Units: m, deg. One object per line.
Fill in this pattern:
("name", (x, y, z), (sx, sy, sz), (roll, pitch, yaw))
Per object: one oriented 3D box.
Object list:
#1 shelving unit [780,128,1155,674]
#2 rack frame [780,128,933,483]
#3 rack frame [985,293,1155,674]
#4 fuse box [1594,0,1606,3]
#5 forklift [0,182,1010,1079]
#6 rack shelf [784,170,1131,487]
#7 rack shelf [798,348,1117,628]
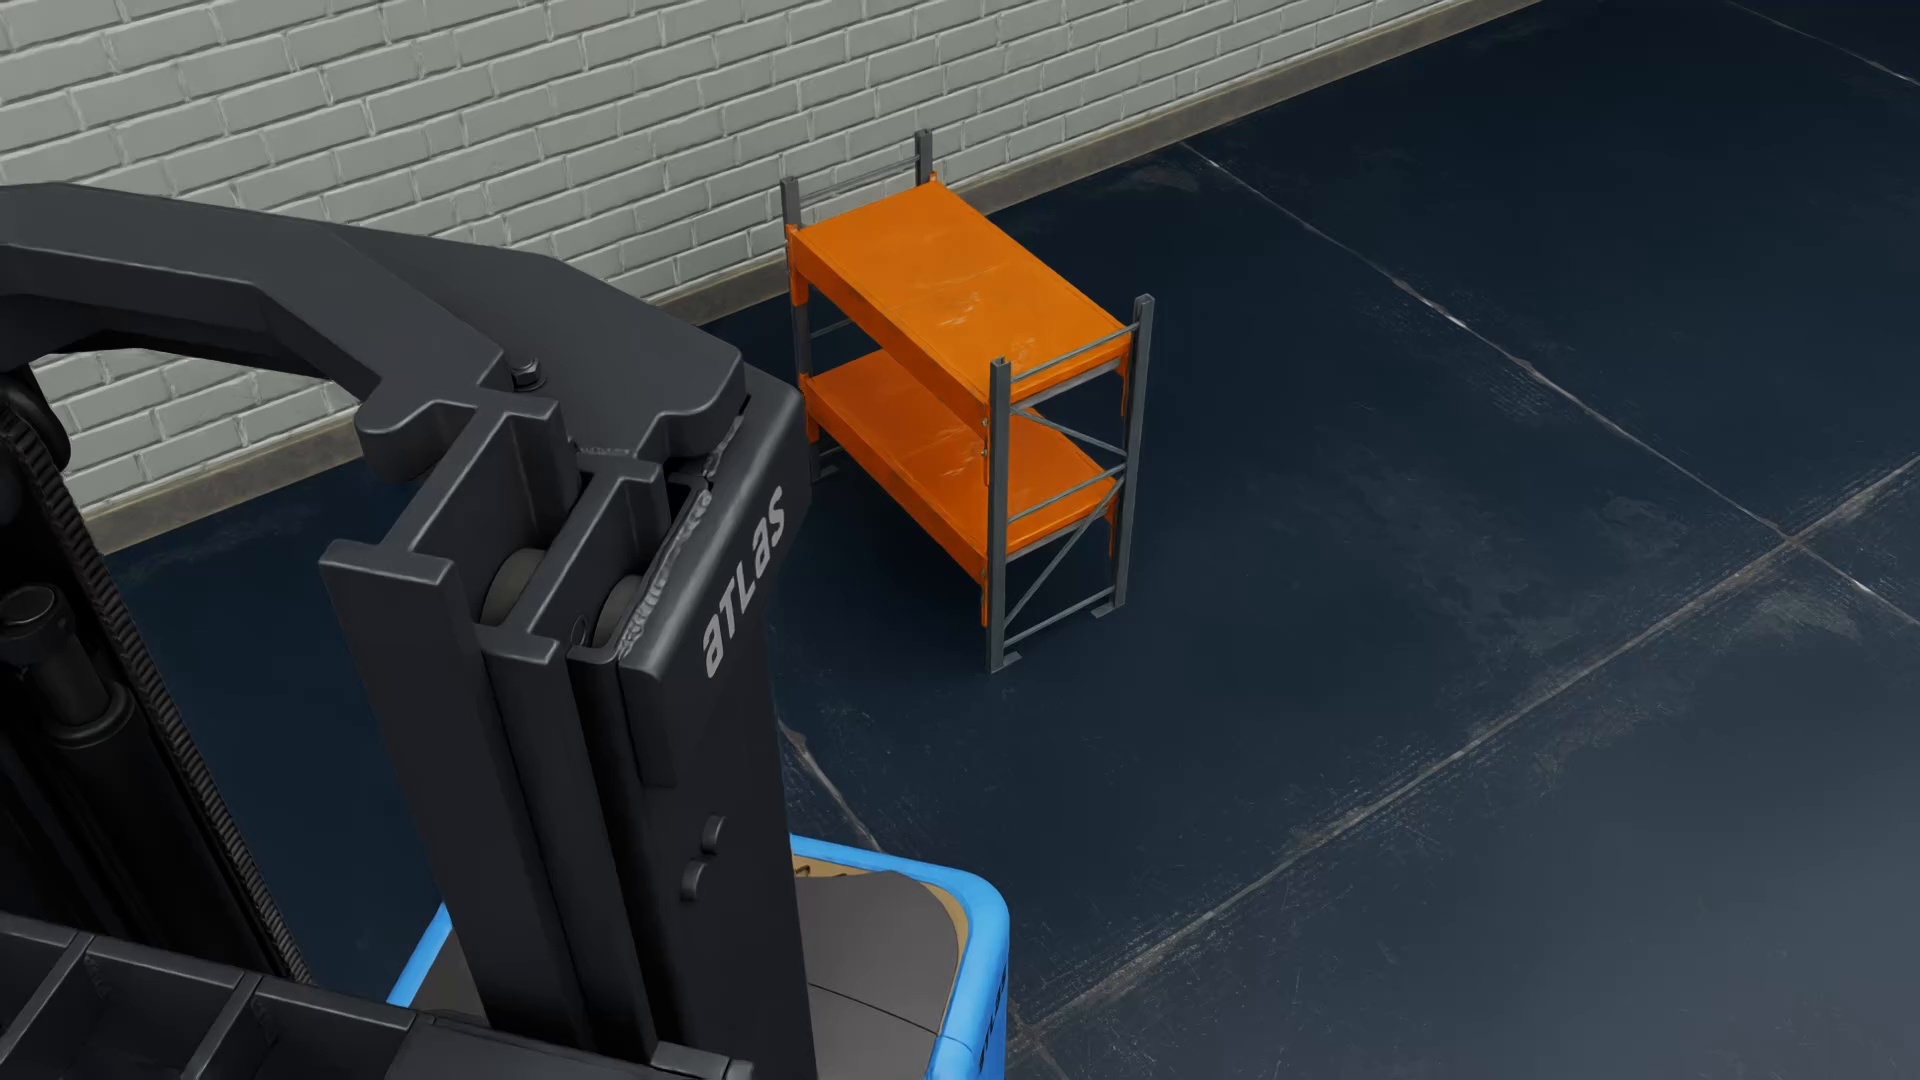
("shelving unit", (-0.004, -0.411, 4.866), (0.538, 1.125, 1.048), (-26, 49, -24))
("rack frame", (-0.295, -0.699, 5.167), (0.500, 1.125, 0.032), (-26, 49, -24))
("rack frame", (0.287, -0.123, 4.564), (0.500, 1.125, 0.032), (-26, 49, -24))
("fuse box", (3.099, -3.199, 7.361), (0.539, 1.711, 0.414), (-26, 49, -24))
("forklift", (-0.752, 1.245, 1.823), (1.130, 2.935, 3.031), (10, 45, 10))
("rack shelf", (-0.004, -0.622, 4.663), (0.538, 0.278, 1.000), (-26, 49, -24))
("rack shelf", (-0.004, -0.234, 5.034), (0.538, 0.278, 1.000), (-26, 49, -24))
